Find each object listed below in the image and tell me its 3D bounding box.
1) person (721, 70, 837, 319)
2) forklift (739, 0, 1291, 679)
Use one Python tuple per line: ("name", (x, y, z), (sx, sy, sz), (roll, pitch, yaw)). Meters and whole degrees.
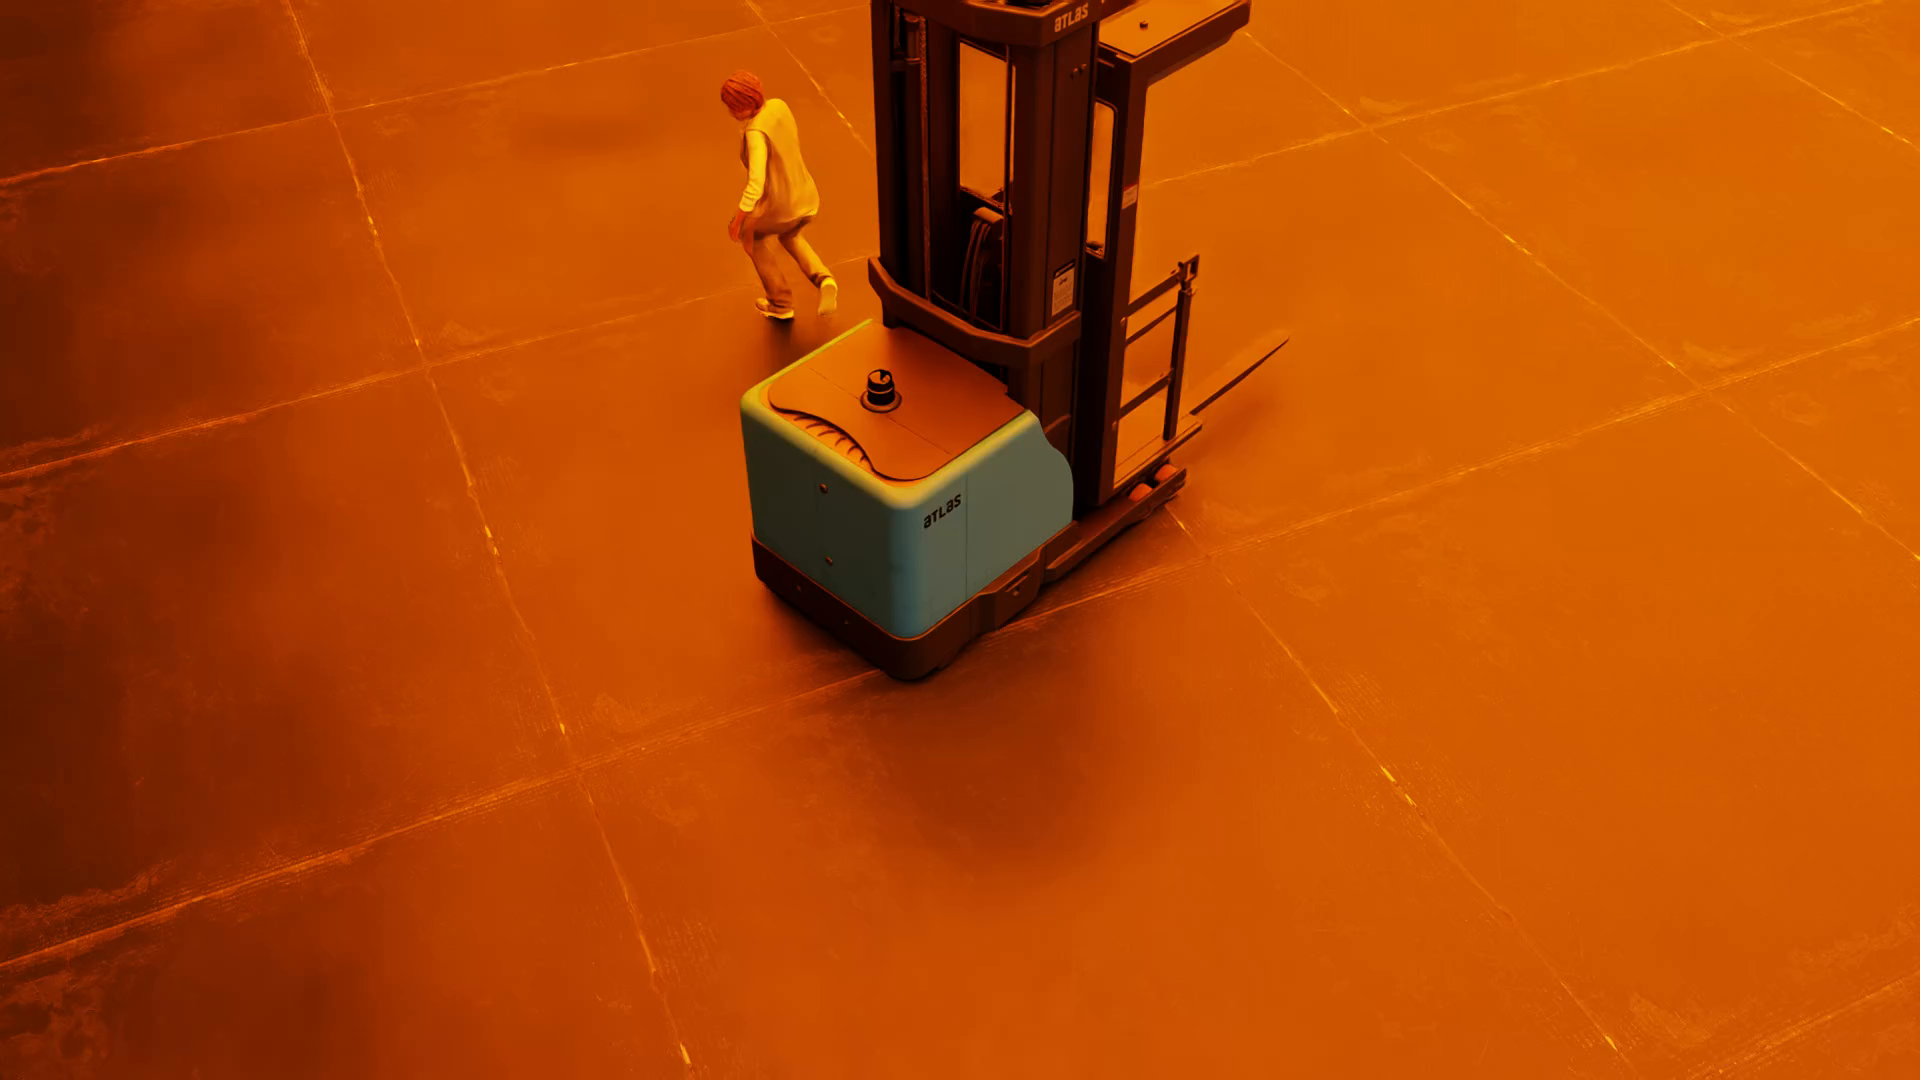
("person", (-0.919, -1.773, 8.732), (0.587, 1.395, 0.692), (27, 50, 26))
("forklift", (0.443, -1.391, 7.170), (1.130, 2.935, 3.031), (33, 52, 30))
